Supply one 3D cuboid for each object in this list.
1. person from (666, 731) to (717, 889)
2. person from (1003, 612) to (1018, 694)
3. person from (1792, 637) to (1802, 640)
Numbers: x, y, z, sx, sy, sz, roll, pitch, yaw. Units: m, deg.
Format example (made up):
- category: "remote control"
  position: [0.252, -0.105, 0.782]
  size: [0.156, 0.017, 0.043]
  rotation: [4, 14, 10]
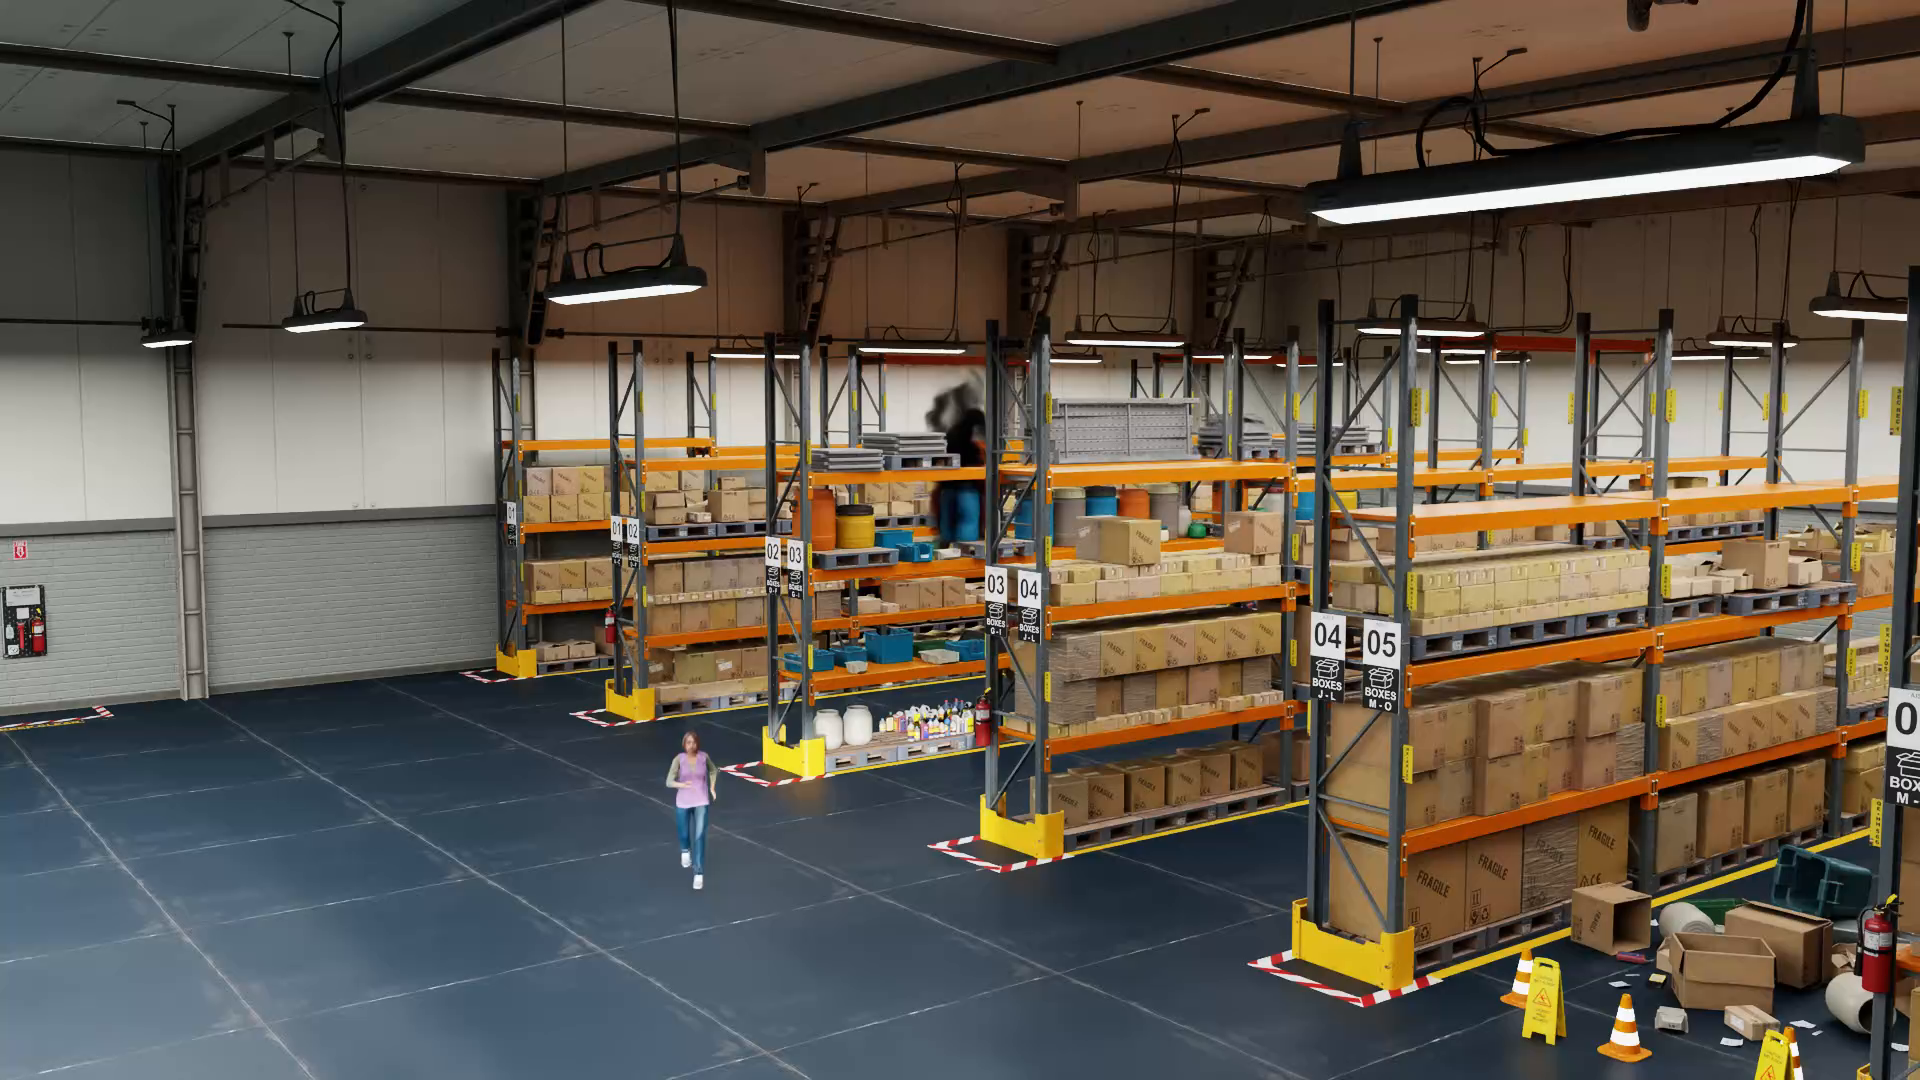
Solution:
- category: "person"
  position: [-2.831, 2.806, 17.599]
  size: [0.539, 1.583, 0.895]
  rotation: [-1, 5, -10]
- category: "person"
  position: [0.972, 1.636, 27.217]
  size: [0.653, 1.728, 0.712]
  rotation: [-4, 6, -36]
- category: "person"
  position: [11.612, 2.257, 23.102]
  size: [0.796, 1.820, 0.662]
  rotation: [-3, 6, -32]
